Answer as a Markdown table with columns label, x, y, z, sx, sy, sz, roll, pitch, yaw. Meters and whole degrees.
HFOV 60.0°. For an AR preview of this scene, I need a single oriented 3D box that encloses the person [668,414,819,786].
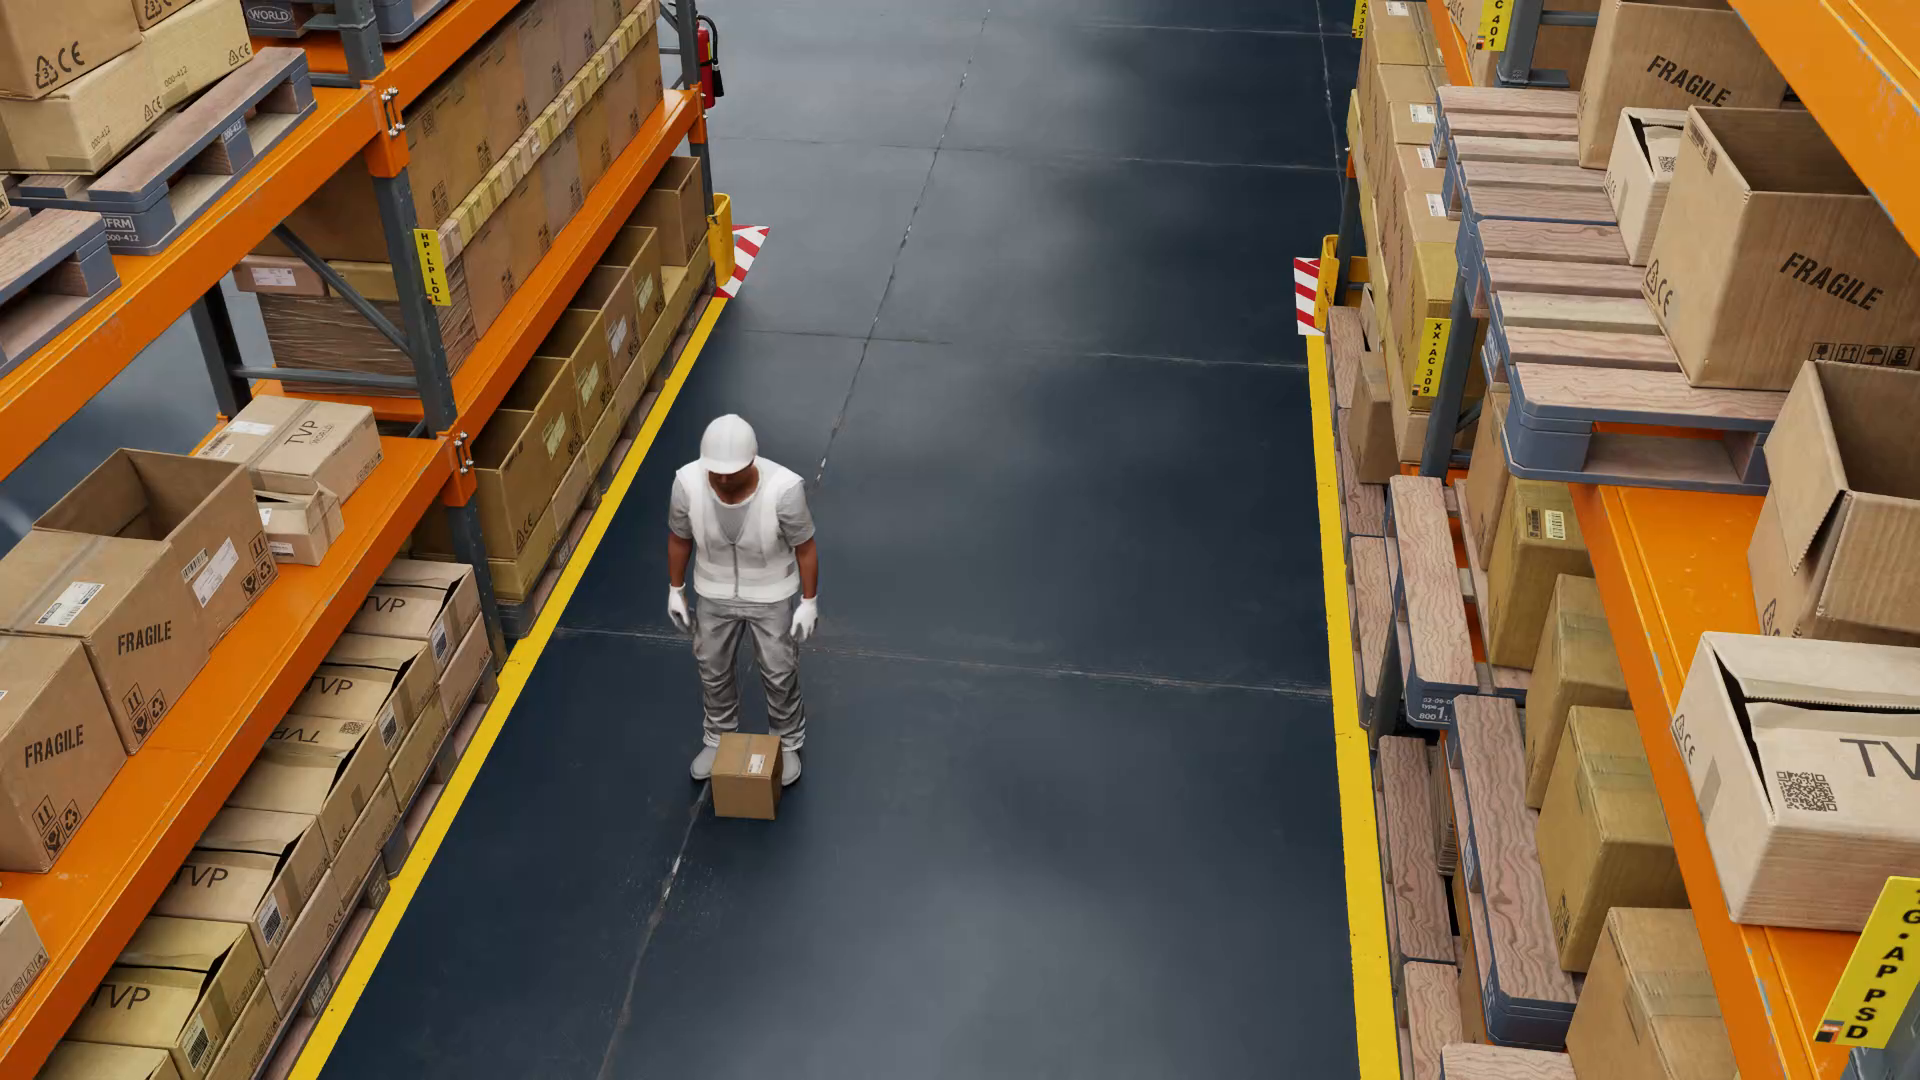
| label | x | y | z | sx | sy | sz | roll | pitch | yaw |
| --- | --- | --- | --- | --- | --- | --- | --- | --- | --- |
| person | -0.872 | 0.236 | 6.704 | 0.617 | 1.774 | 0.446 | 4 | 36 | 6 |
